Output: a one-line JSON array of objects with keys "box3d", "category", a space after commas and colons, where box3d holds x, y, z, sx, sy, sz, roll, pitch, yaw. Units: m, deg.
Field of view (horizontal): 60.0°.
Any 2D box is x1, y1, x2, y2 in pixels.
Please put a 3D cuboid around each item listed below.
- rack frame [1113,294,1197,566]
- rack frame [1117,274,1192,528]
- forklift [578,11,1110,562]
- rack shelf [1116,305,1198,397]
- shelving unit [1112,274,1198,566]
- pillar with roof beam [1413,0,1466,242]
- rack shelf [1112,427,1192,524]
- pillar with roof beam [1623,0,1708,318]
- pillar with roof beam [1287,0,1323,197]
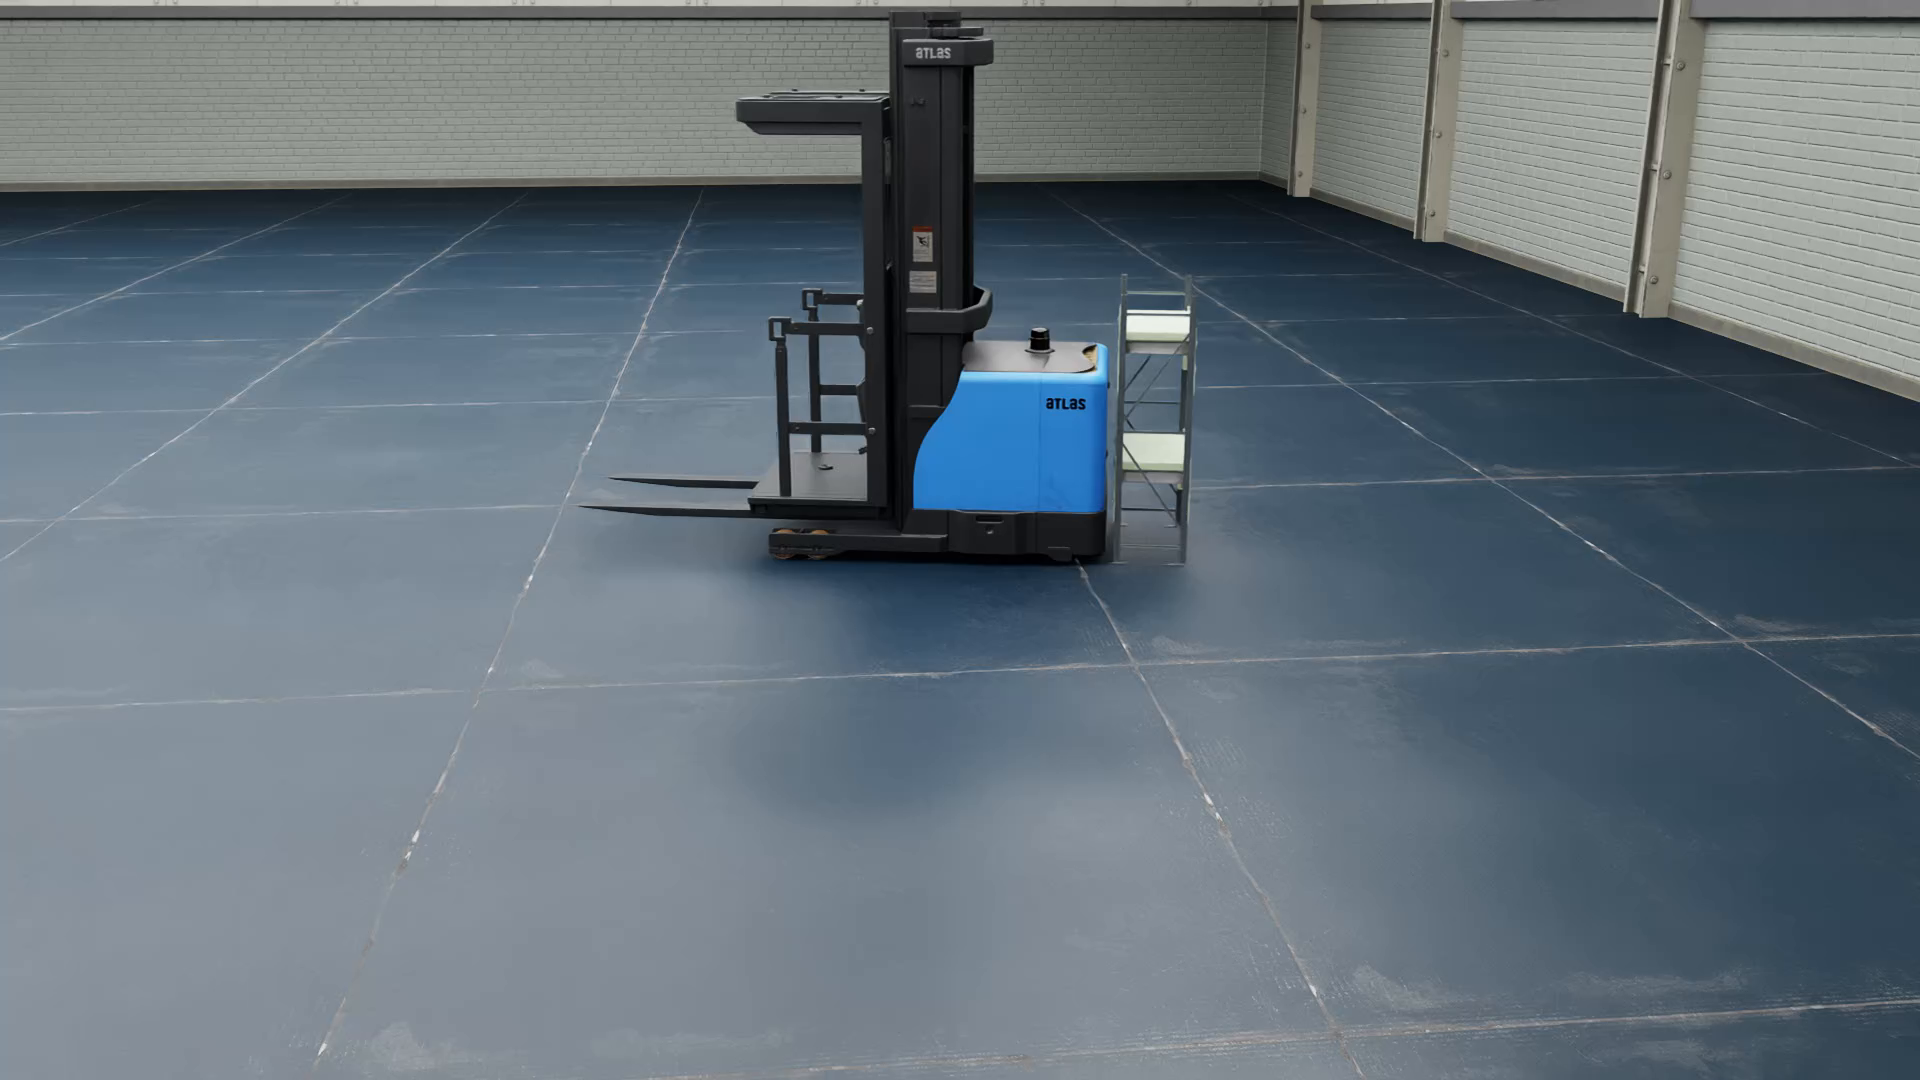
[{"box3d": [1.052, -0.578, 9.015, 0.400, 1.500, 0.023, 2, 18, 5], "category": "rack frame"}, {"box3d": [1.120, -0.797, 9.710, 0.400, 1.500, 0.023, 2, 18, 5], "category": "rack frame"}, {"box3d": [-0.661, -1.441, 9.375, 3.031, 2.935, 1.130, 2, 17, 5], "category": "forklift"}, {"box3d": [1.086, -1.060, 9.246, 0.431, 0.370, 0.720, 2, 18, 5], "category": "rack shelf"}, {"box3d": [1.086, -0.688, 9.363, 0.431, 1.500, 0.755, 2, 18, 5], "category": "shelving unit"}, {"box3d": [2.139, -8.264, 20.977, 9.100, 9.000, 0.400, -2, 18, -6], "category": "pillar with roof beam"}, {"box3d": [1.086, -0.377, 9.460, 0.431, 0.370, 0.720, 2, 18, 5], "category": "rack shelf"}, {"box3d": [2.758, -6.476, 15.283, 9.100, 9.000, 0.400, -2, 18, -6], "category": "pillar with roof beam"}, {"box3d": [1.520, -10.052, 26.671, 9.100, 9.000, 0.400, -2, 18, -6], "category": "pillar with roof beam"}]
